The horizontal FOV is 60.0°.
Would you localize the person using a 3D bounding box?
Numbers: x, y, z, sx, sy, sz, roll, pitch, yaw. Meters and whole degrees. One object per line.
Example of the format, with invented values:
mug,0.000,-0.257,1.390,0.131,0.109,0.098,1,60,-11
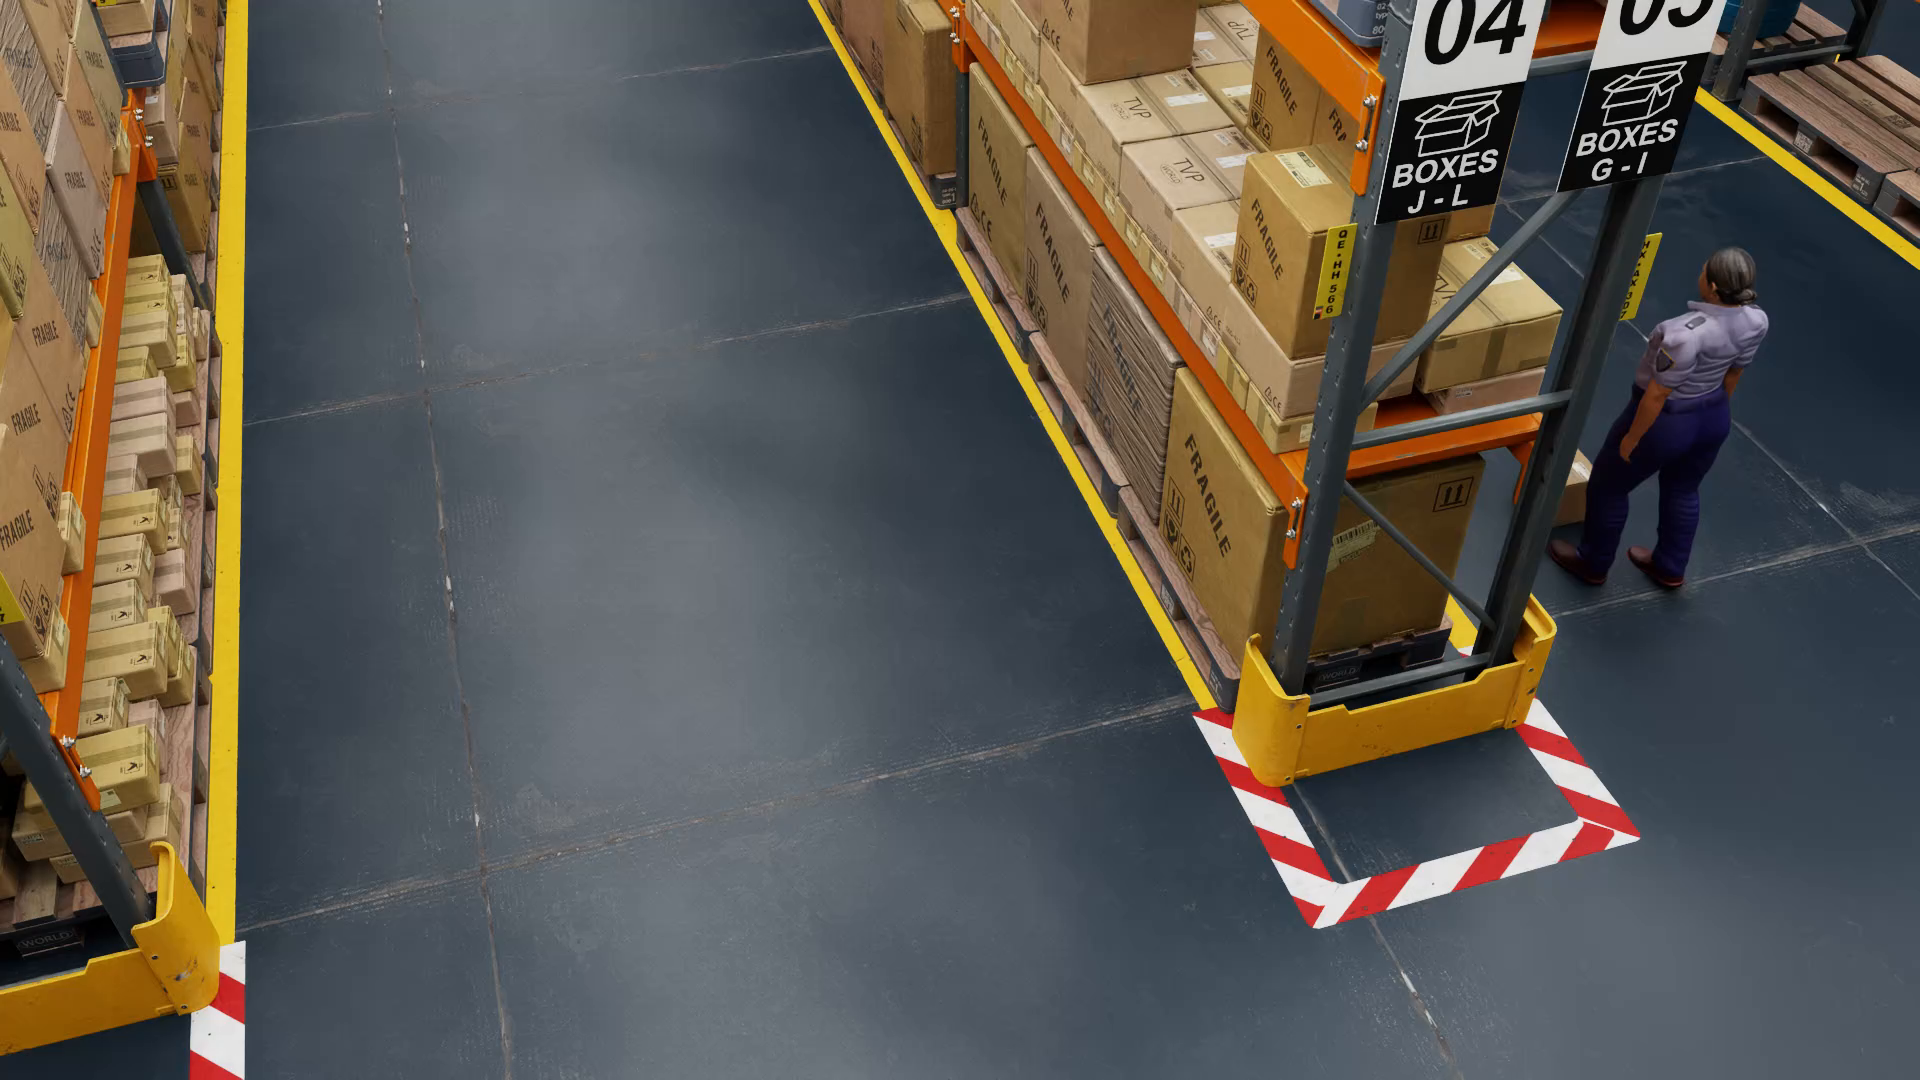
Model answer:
person,2.851,-0.476,6.704,0.471,1.661,0.460,-17,45,-18
